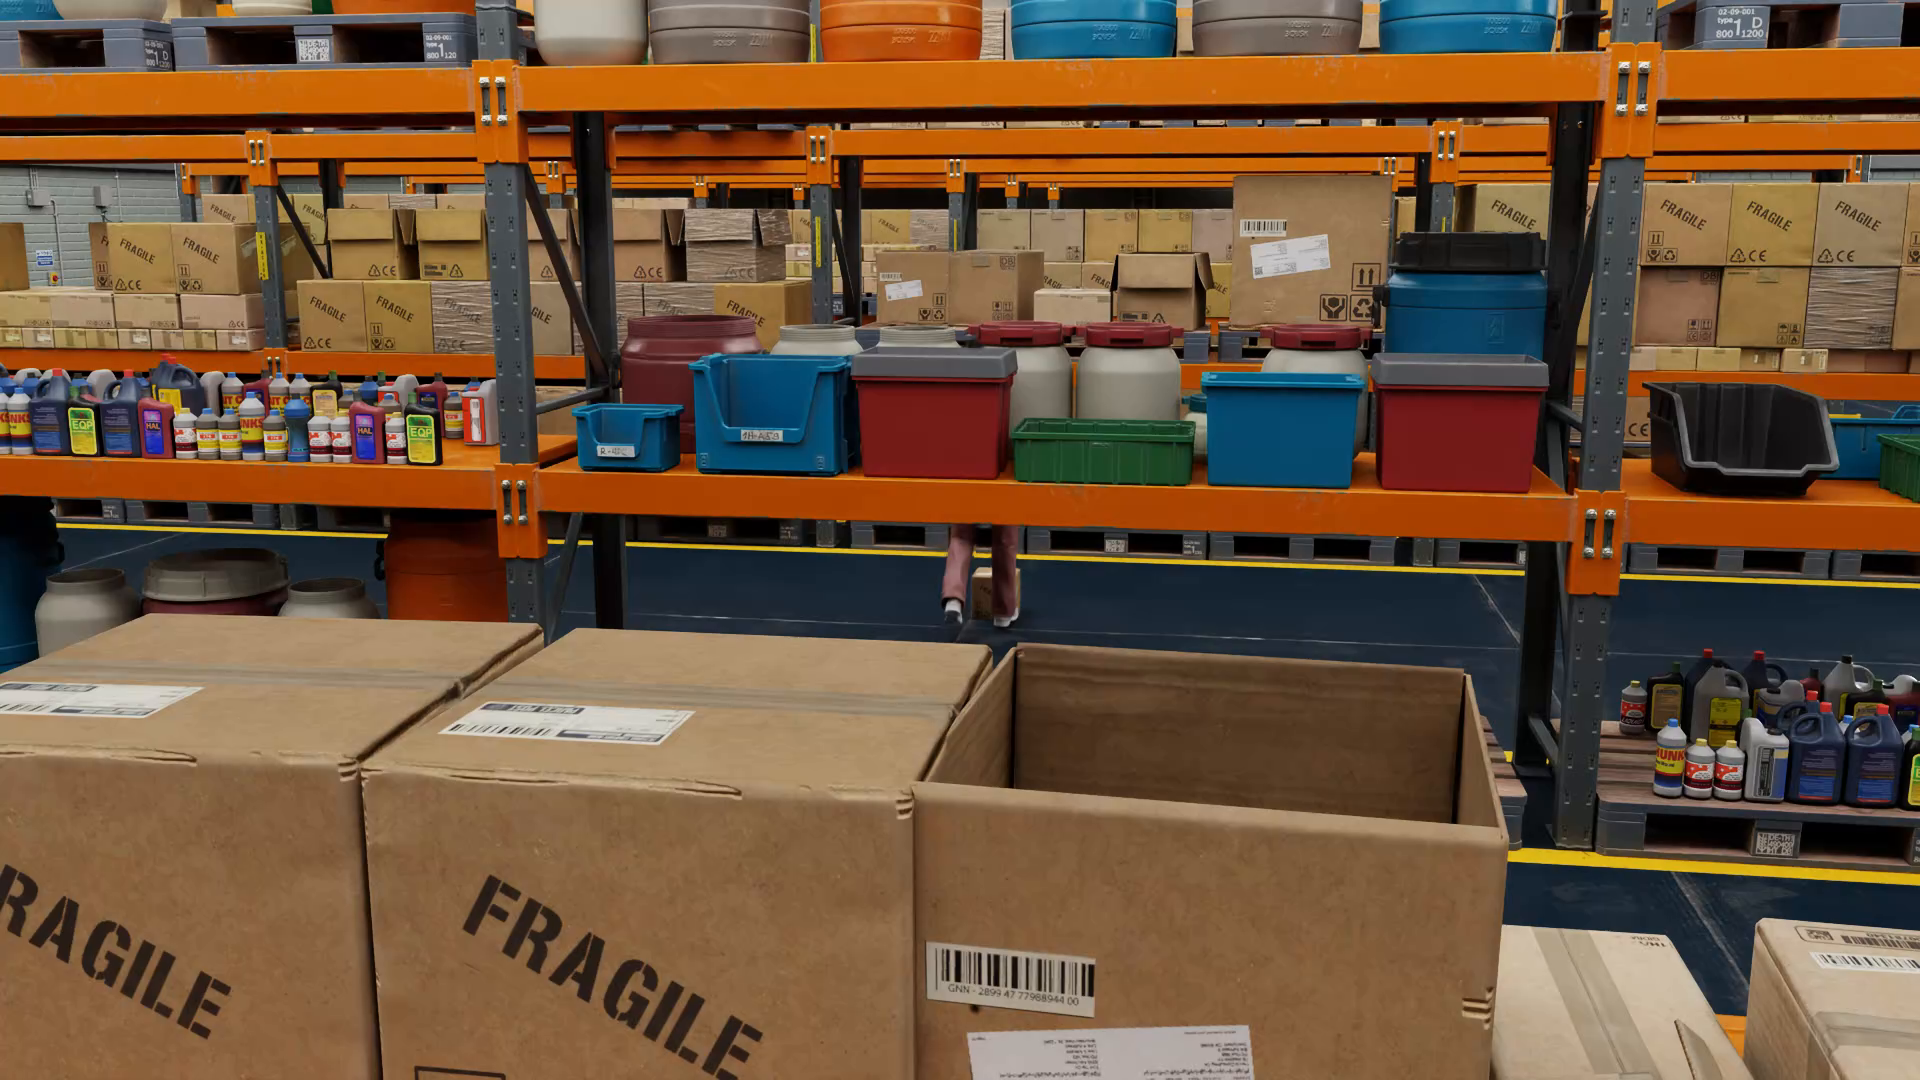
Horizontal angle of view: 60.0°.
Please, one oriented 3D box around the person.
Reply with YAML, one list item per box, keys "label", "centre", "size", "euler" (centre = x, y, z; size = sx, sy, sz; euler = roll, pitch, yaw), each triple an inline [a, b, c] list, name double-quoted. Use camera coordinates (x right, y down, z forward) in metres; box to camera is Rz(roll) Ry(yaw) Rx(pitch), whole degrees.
- label: "person"
  centre: [0.146, -0.322, 8.984]
  size: [0.472, 1.665, 0.719]
  euler: [2, 11, 9]
